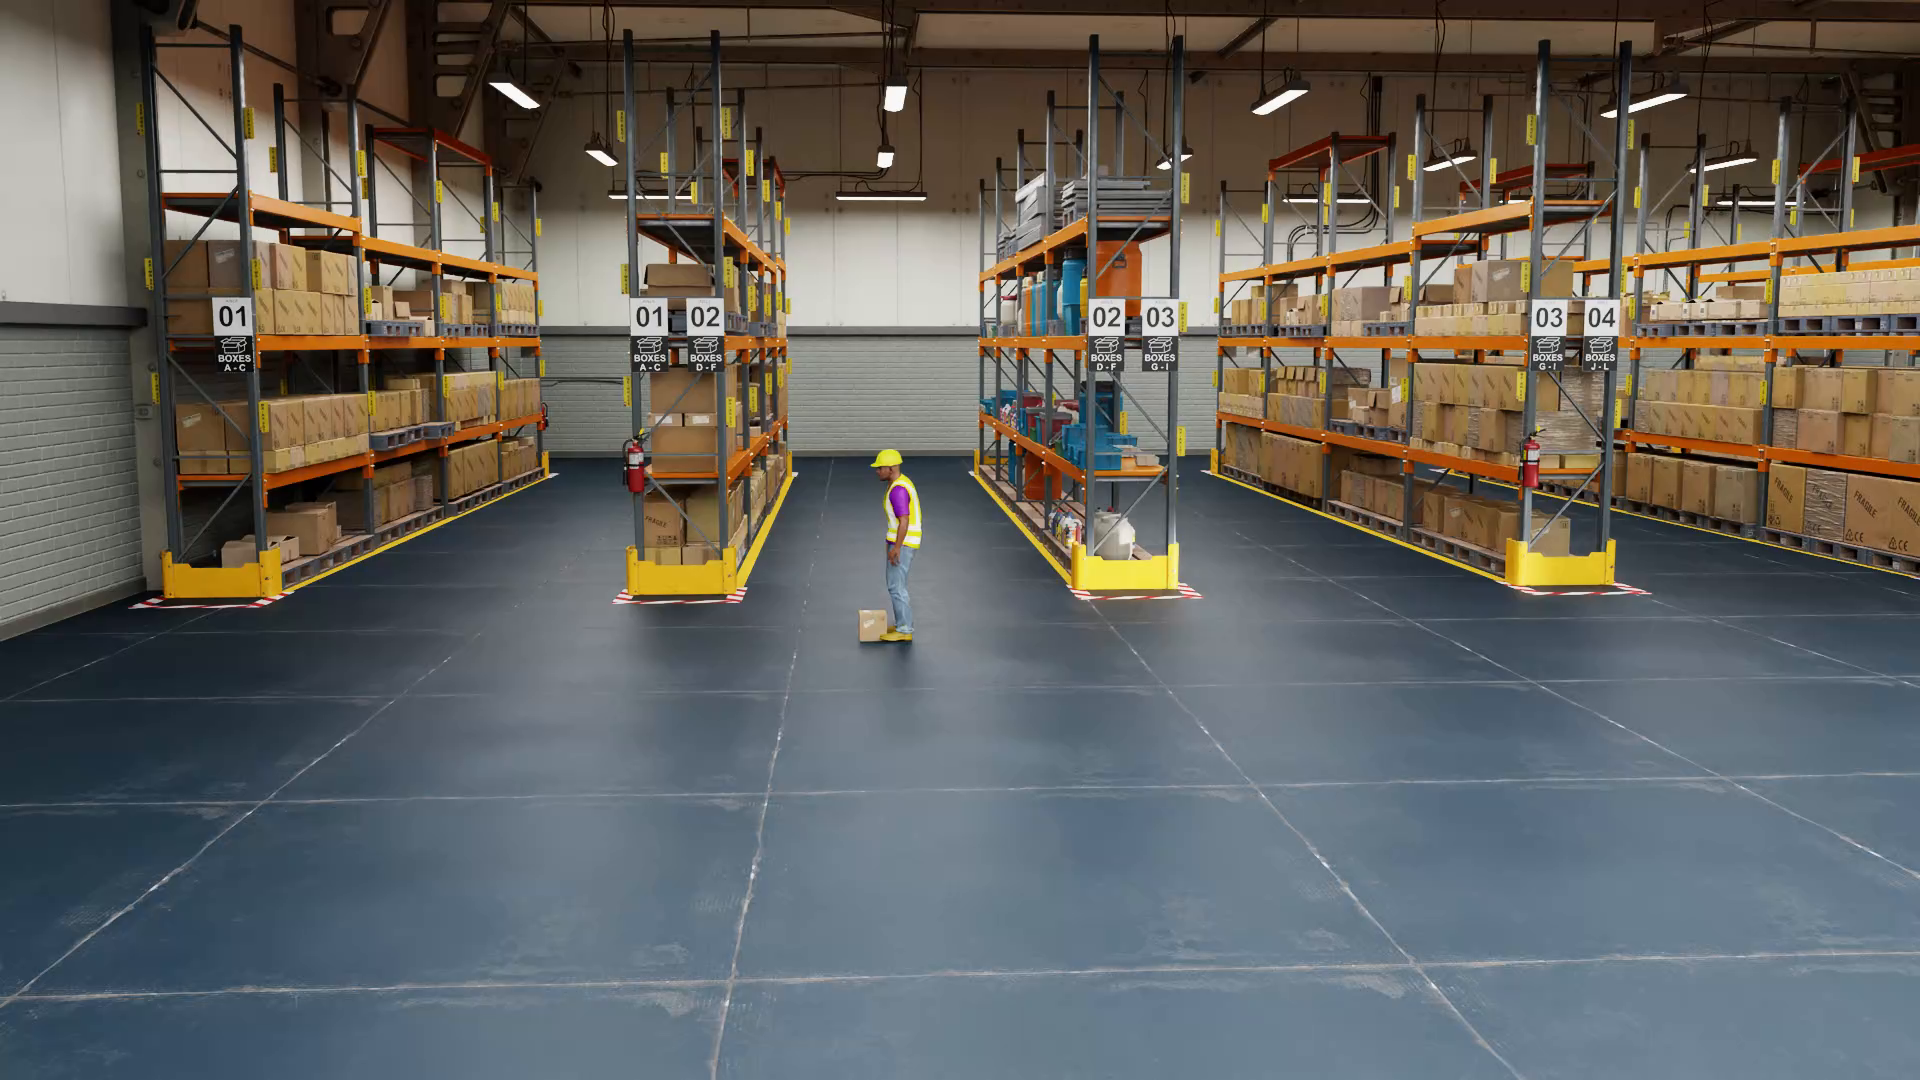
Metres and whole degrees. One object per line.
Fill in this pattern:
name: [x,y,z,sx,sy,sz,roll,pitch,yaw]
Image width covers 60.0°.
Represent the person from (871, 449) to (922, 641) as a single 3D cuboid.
person: [-0.588,0.040,15.328,0.461,1.761,0.628,0,7,-4]
